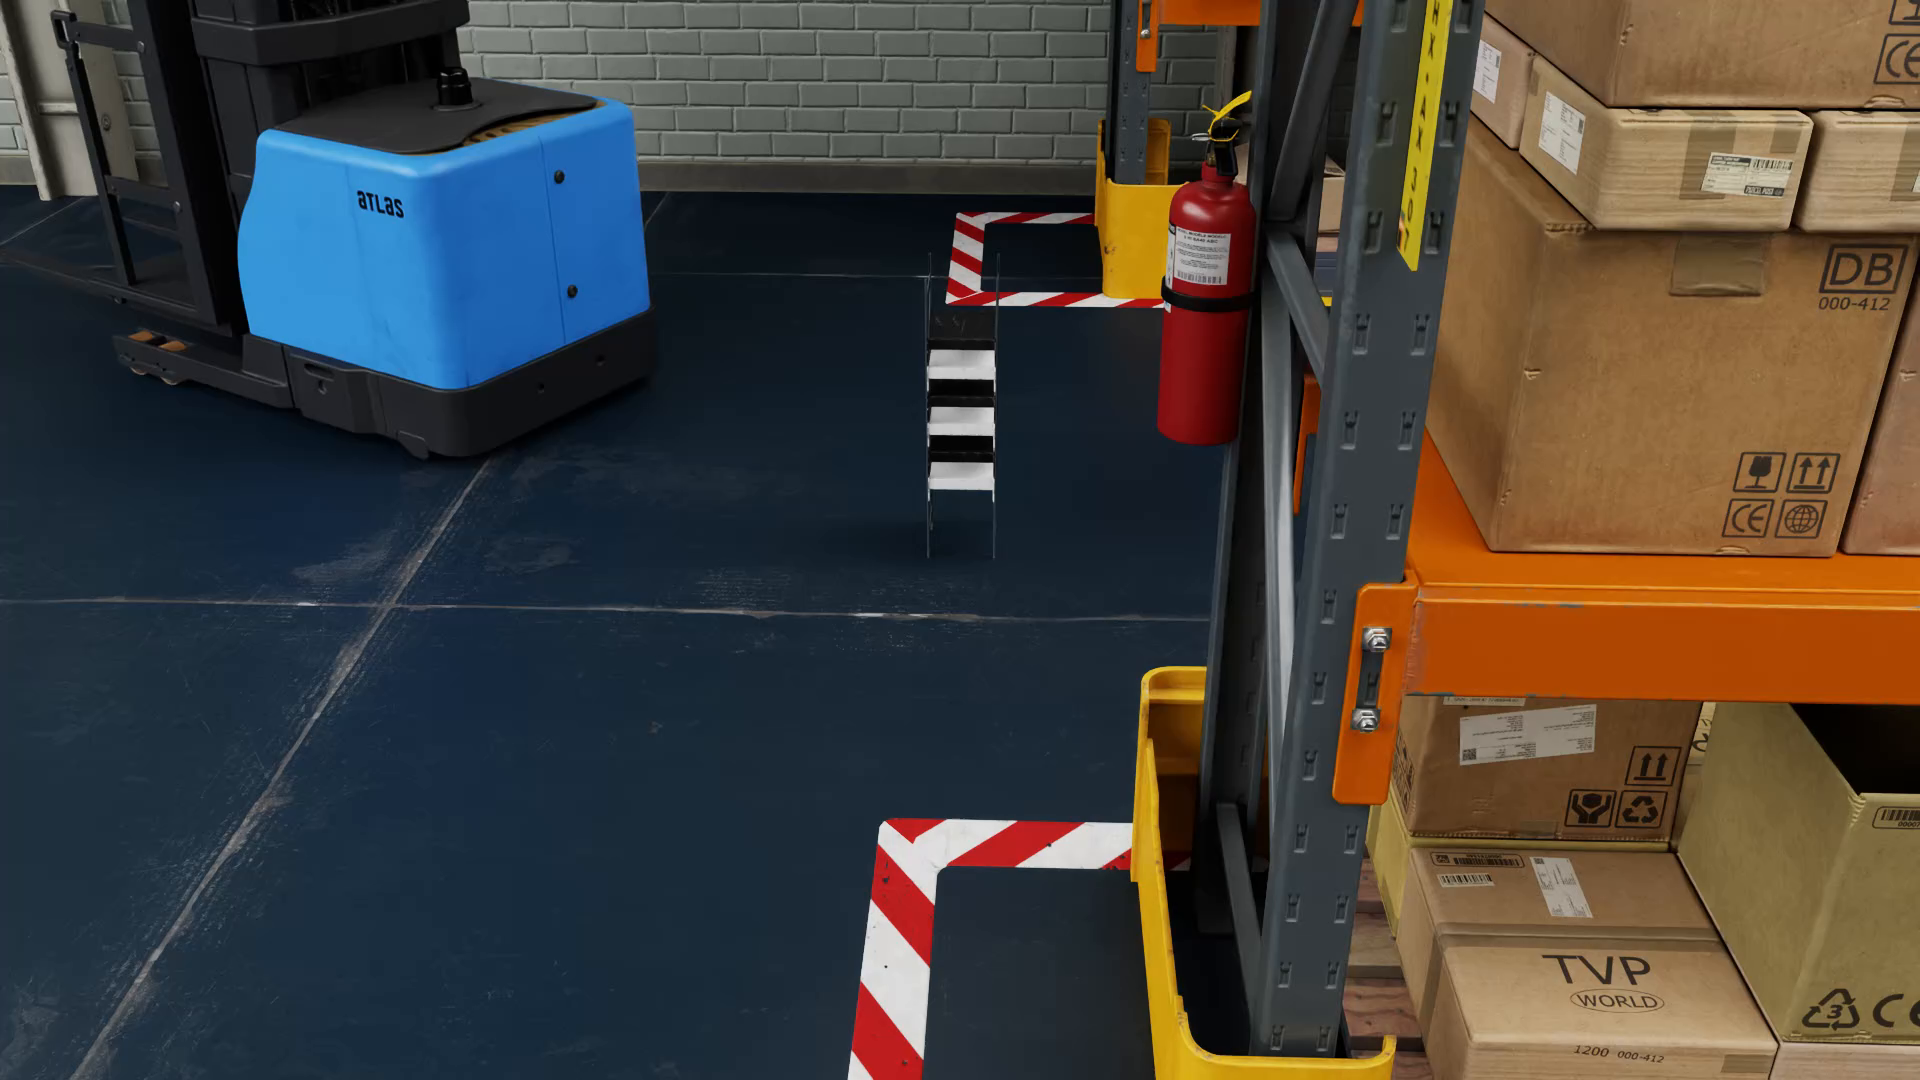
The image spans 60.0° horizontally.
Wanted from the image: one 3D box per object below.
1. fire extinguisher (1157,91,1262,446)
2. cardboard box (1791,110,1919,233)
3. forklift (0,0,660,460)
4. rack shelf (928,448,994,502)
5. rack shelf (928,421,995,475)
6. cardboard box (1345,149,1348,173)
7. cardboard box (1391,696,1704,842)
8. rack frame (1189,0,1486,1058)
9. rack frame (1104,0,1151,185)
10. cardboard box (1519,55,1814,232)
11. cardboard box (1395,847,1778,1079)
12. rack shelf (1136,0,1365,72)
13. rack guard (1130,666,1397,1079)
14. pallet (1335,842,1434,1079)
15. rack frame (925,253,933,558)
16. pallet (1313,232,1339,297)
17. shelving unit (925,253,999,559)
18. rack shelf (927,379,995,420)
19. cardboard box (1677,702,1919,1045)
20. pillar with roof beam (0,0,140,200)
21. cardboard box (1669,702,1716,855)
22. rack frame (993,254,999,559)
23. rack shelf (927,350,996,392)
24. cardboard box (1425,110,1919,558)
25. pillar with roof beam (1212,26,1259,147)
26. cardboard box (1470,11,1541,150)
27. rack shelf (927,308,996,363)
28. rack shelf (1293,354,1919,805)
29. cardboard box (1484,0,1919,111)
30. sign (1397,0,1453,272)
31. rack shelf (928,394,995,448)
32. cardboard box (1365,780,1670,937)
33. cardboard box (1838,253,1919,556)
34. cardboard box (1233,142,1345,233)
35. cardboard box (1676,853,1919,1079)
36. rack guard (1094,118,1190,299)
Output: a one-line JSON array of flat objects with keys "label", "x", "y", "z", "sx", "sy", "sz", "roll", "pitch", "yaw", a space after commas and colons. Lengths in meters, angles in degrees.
[{"label": "fire extinguisher", "x": 0.469, "y": -0.514, "z": 3.100, "sx": 0.183, "sy": 0.674, "sz": 0.296, "roll": 1, "pitch": 28, "yaw": 2}, {"label": "cardboard box", "x": 1.220, "y": -0.549, "z": 2.285, "sx": 0.250, "sy": 0.149, "sz": 0.380, "roll": 0, "pitch": 28, "yaw": 0}, {"label": "forklift", "x": -2.667, "y": -2.078, "z": 6.040, "sx": 3.031, "sy": 2.935, "sz": 1.130, "roll": 16, "pitch": 32, "yaw": 28}, {"label": "rack shelf", "x": 0.008, "y": -0.209, "z": 5.139, "sx": 0.200, "sy": 0.077, "sz": 0.258, "roll": 1, "pitch": 28, "yaw": 2}, {"label": "rack shelf", "x": 0.008, "y": -0.288, "z": 5.097, "sx": 0.200, "sy": 0.077, "sz": 0.258, "roll": 1, "pitch": 28, "yaw": 2}, {"label": "cardboard box", "x": 2.000, "y": -1.591, "z": 7.450, "sx": 0.500, "sy": 0.311, "sz": 0.500, "roll": 3, "pitch": 28, "yaw": 6}, {"label": "cardboard box", "x": 1.118, "y": 0.238, "z": 3.284, "sx": 0.500, "sy": 0.500, "sz": 0.500, "roll": 1, "pitch": 28, "yaw": 2}, {"label": "rack frame", "x": 0.571, "y": -0.329, "z": 2.668, "sx": 0.127, "sy": 3.000, "sz": 1.000, "roll": 1, "pitch": 28, "yaw": 2}, {"label": "rack frame", "x": 0.742, "y": -2.648, "z": 7.042, "sx": 0.127, "sy": 3.000, "sz": 1.000, "roll": 1, "pitch": 28, "yaw": 2}, {"label": "cardboard box", "x": 0.956, "y": -0.553, "z": 2.290, "sx": 0.250, "sy": 0.149, "sz": 0.380, "roll": 1, "pitch": 28, "yaw": 1}, {"label": "cardboard box", "x": 1.099, "y": 0.813, "z": 3.001, "sx": 0.500, "sy": 0.250, "sz": 0.500, "roll": 1, "pitch": 28, "yaw": 2}, {"label": "rack shelf", "x": 2.741, "y": -2.297, "z": 7.148, "sx": 4.000, "sy": 0.370, "sz": 1.077, "roll": 1, "pitch": 28, "yaw": 2}, {"label": "rack guard", "x": 0.547, "y": 0.775, "z": 3.254, "sx": 0.348, "sy": 0.500, "sz": 1.175, "roll": 1, "pitch": 28, "yaw": 2}, {"label": "pallet", "x": 1.337, "y": 0.896, "z": 3.334, "sx": 1.213, "sy": 0.211, "sz": 1.003, "roll": 1, "pitch": 28, "yaw": 2}, {"label": "rack frame", "x": -0.093, "y": -0.399, "z": 5.042, "sx": 0.006, "sy": 0.900, "sz": 0.240, "roll": 1, "pitch": 28, "yaw": 2}, {"label": "pallet", "x": 1.629, "y": -1.385, "z": 7.637, "sx": 1.213, "sy": 0.211, "sz": 1.003, "roll": 1, "pitch": 28, "yaw": 2}, {"label": "shelving unit", "x": 0.008, "y": -0.397, "z": 5.039, "sx": 0.210, "sy": 0.900, "sz": 0.258, "roll": 1, "pitch": 28, "yaw": 2}, {"label": "rack shelf", "x": 0.008, "y": -0.448, "z": 5.012, "sx": 0.200, "sy": 0.077, "sz": 0.258, "roll": 1, "pitch": 28, "yaw": 2}, {"label": "cardboard box", "x": 1.599, "y": 0.489, "z": 2.811, "sx": 0.500, "sy": 0.500, "sz": 0.500, "roll": 1, "pitch": 28, "yaw": 2}, {"label": "pillar with roof beam", "x": -4.676, "y": -3.776, "z": 2.765, "sx": 0.400, "sy": 9.000, "sz": 9.100, "roll": 1, "pitch": 28, "yaw": 2}, {"label": "cardboard box", "x": 1.618, "y": 0.573, "z": 3.453, "sx": 0.500, "sy": 0.250, "sz": 0.500, "roll": 1, "pitch": 28, "yaw": 2}, {"label": "rack frame", "x": 0.110, "y": -0.396, "z": 5.036, "sx": 0.006, "sy": 0.900, "sz": 0.240, "roll": 1, "pitch": 28, "yaw": 2}, {"label": "rack shelf", "x": 0.008, "y": -0.527, "z": 4.970, "sx": 0.200, "sy": 0.077, "sz": 0.258, "roll": 1, "pitch": 28, "yaw": 2}, {"label": "cardboard box", "x": 1.037, "y": -0.360, "z": 2.619, "sx": 0.500, "sy": 0.500, "sz": 0.700, "roll": 1, "pitch": 28, "yaw": 2}, {"label": "pillar with roof beam", "x": 1.320, "y": -3.677, "z": 2.578, "sx": 0.400, "sy": 9.000, "sz": 9.100, "roll": 1, "pitch": 28, "yaw": 2}, {"label": "cardboard box", "x": 0.960, "y": -0.743, "z": 2.649, "sx": 0.250, "sy": 0.149, "sz": 0.380, "roll": 0, "pitch": 28, "yaw": 1}, {"label": "rack shelf", "x": 0.008, "y": -0.607, "z": 4.928, "sx": 0.200, "sy": 0.077, "sz": 0.258, "roll": 1, "pitch": 28, "yaw": 2}, {"label": "rack shelf", "x": 2.570, "y": 0.022, "z": 2.774, "sx": 4.000, "sy": 0.370, "sz": 1.077, "roll": 1, "pitch": 28, "yaw": 2}, {"label": "cardboard box", "x": 1.090, "y": -0.932, "z": 2.313, "sx": 0.500, "sy": 0.500, "sz": 0.700, "roll": 1, "pitch": 28, "yaw": 2}, {"label": "sign", "x": 0.546, "y": -0.487, "z": 1.957, "sx": 0.005, "sy": 0.325, "sz": 0.100, "roll": 1, "pitch": 28, "yaw": 2}, {"label": "rack shelf", "x": 0.008, "y": -0.368, "z": 5.055, "sx": 0.200, "sy": 0.077, "sz": 0.258, "roll": 1, "pitch": 28, "yaw": 2}, {"label": "cardboard box", "x": 1.118, "y": 0.571, "z": 3.458, "sx": 0.500, "sy": 0.250, "sz": 0.500, "roll": 1, "pitch": 28, "yaw": 2}, {"label": "cardboard box", "x": 1.562, "y": -0.353, "z": 2.607, "sx": 0.500, "sy": 0.500, "sz": 0.700, "roll": 2, "pitch": 28, "yaw": 3}, {"label": "cardboard box", "x": 1.431, "y": -1.601, "z": 7.468, "sx": 0.500, "sy": 0.311, "sz": 0.500, "roll": -2, "pitch": 28, "yaw": -4}, {"label": "cardboard box", "x": 1.599, "y": 0.820, "z": 2.988, "sx": 0.500, "sy": 0.250, "sz": 0.500, "roll": 1, "pitch": 28, "yaw": 2}, {"label": "rack guard", "x": 0.818, "y": -1.542, "z": 7.625, "sx": 0.348, "sy": 0.500, "sz": 1.175, "roll": 1, "pitch": 28, "yaw": 2}]
